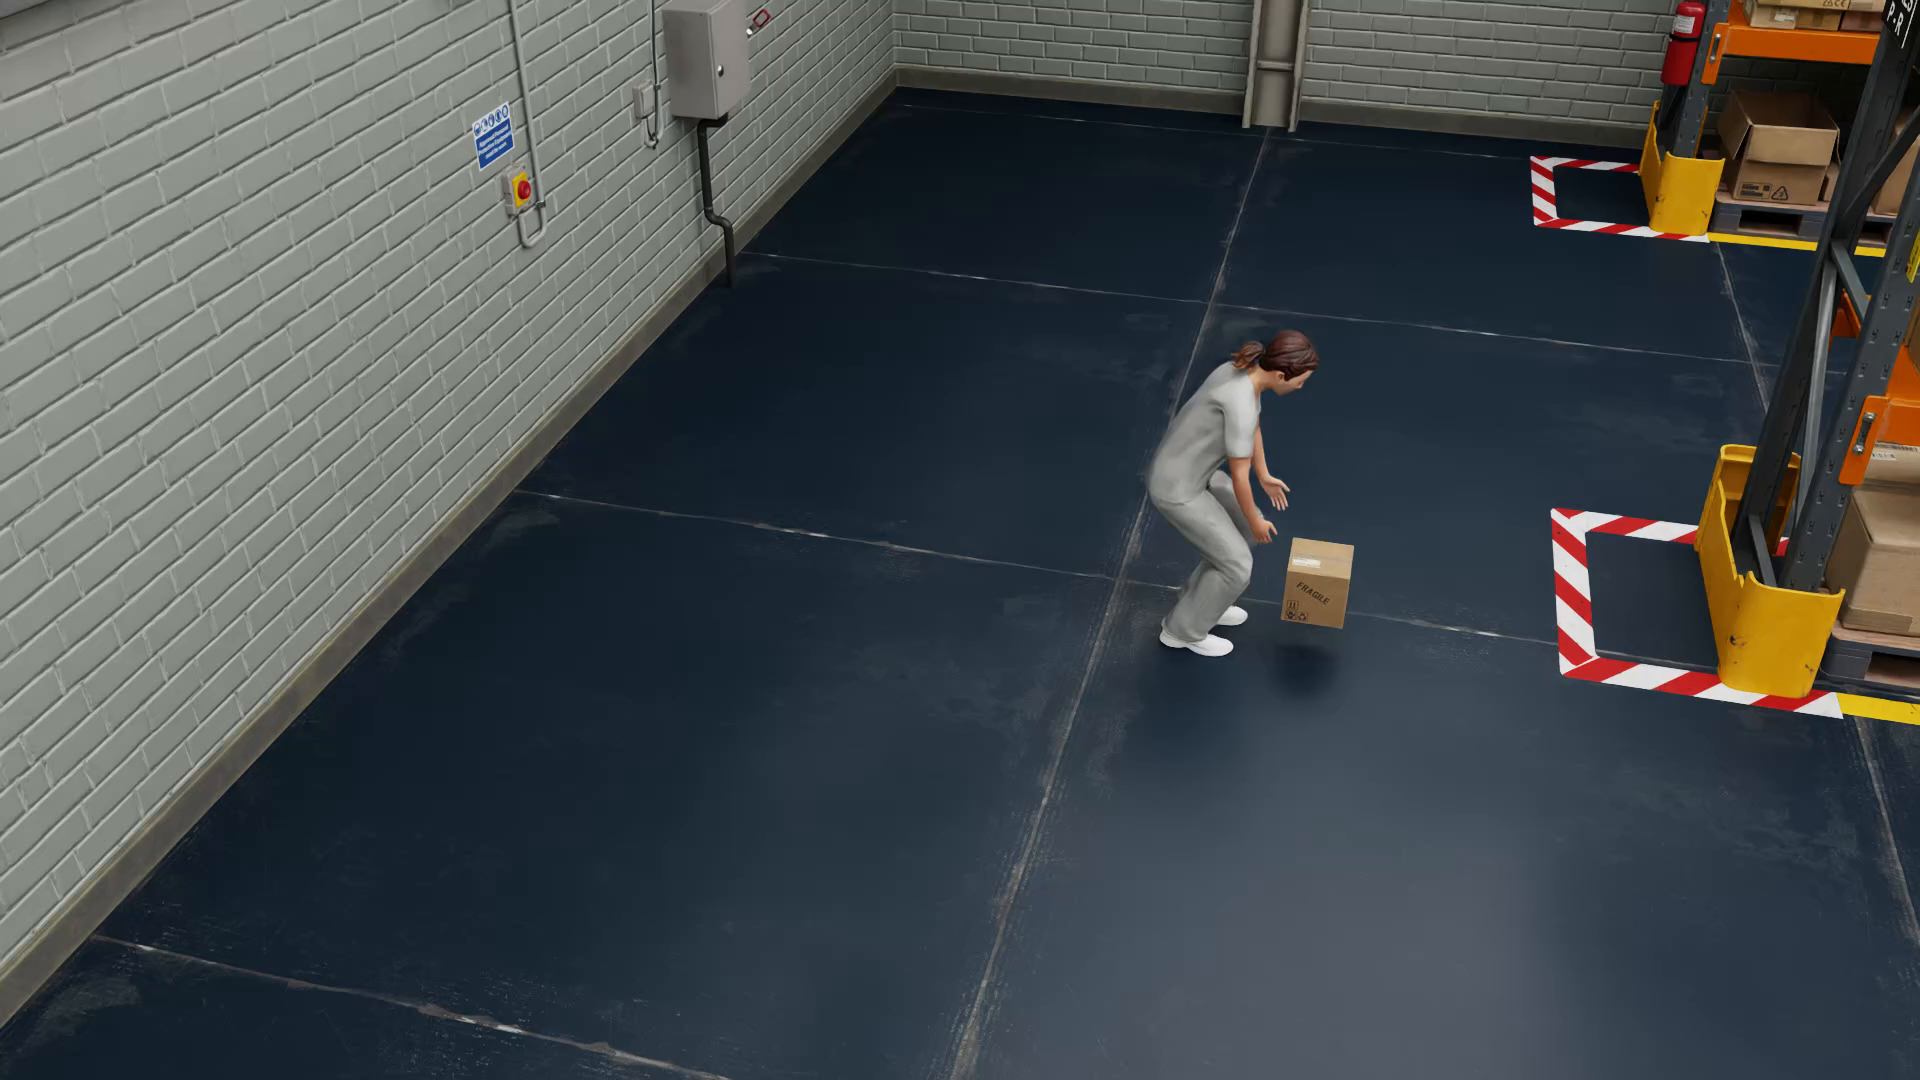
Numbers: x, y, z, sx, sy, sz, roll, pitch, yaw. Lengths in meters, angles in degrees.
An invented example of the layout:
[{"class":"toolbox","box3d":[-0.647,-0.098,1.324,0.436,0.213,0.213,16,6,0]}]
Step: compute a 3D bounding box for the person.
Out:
[{"class":"person","box3d":[1.069,-0.216,6.716,0.614,1.418,0.490,8,34,13]}]
